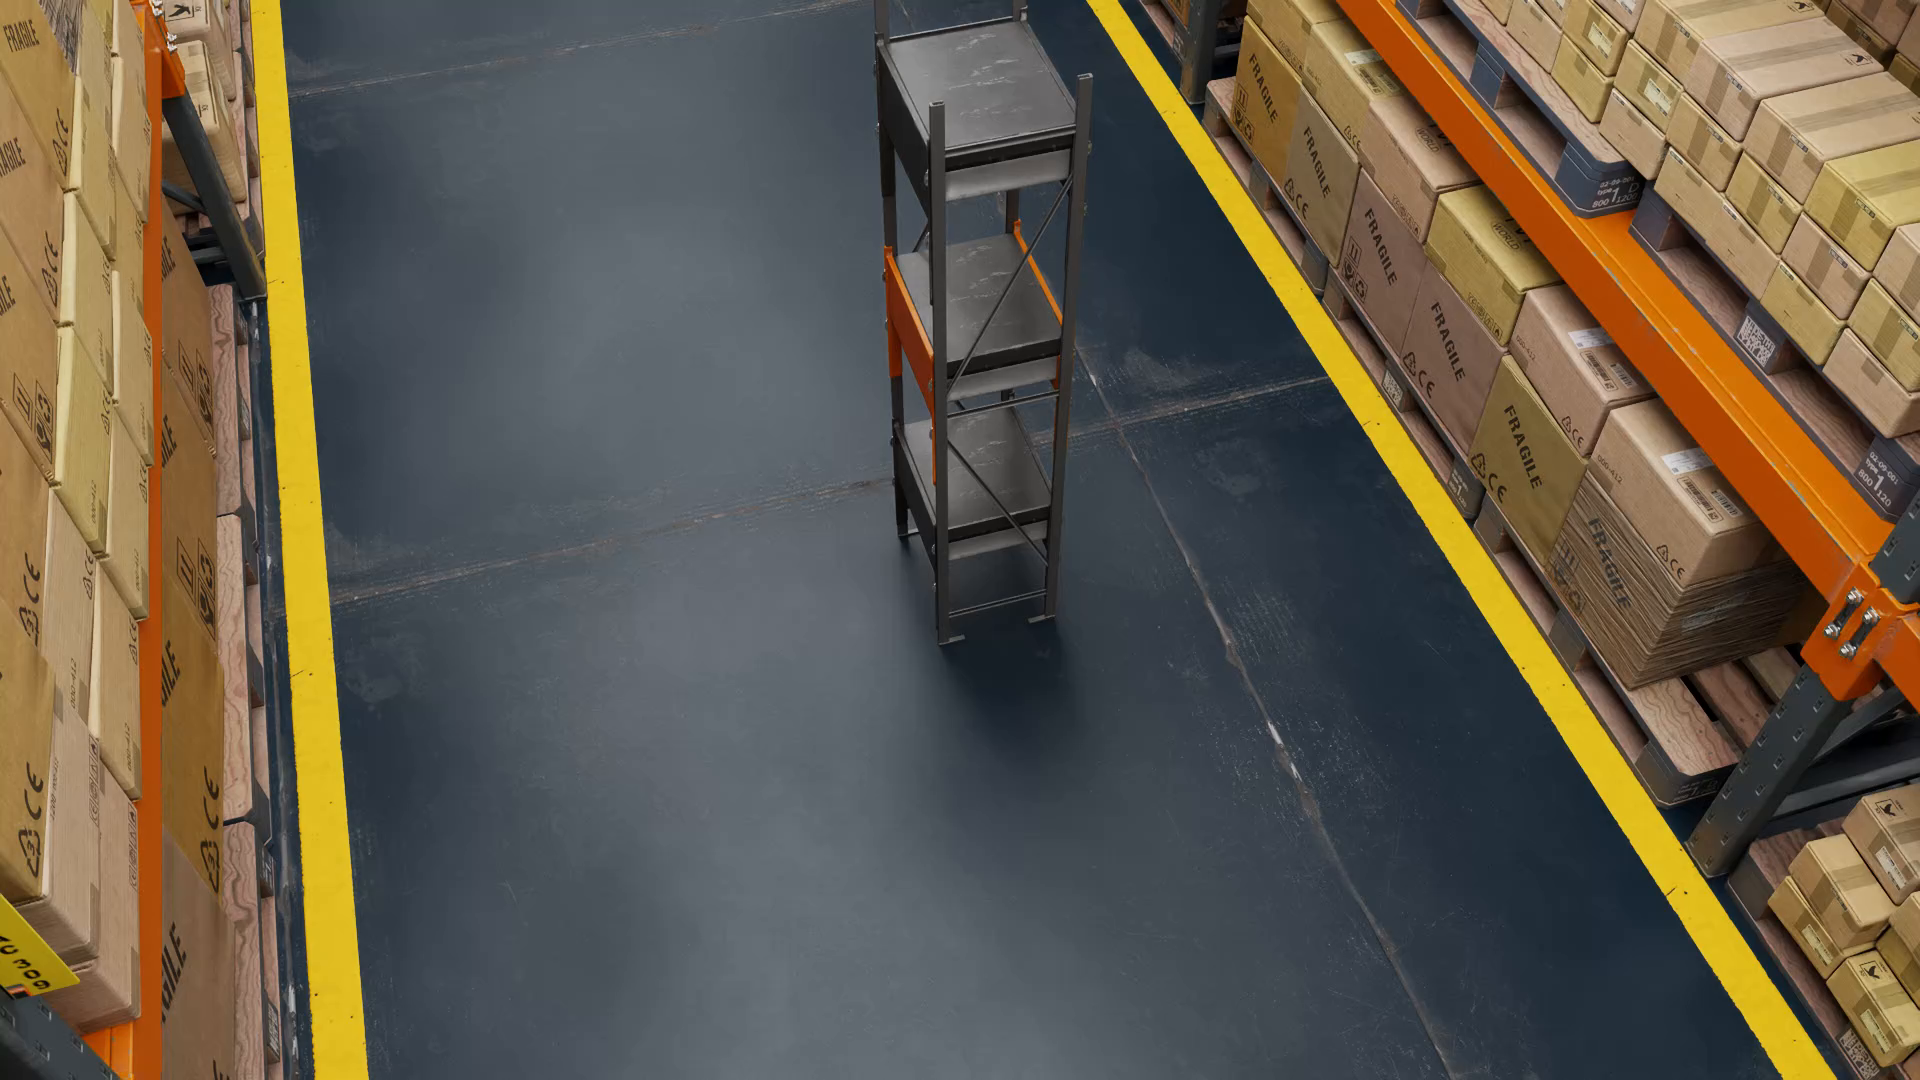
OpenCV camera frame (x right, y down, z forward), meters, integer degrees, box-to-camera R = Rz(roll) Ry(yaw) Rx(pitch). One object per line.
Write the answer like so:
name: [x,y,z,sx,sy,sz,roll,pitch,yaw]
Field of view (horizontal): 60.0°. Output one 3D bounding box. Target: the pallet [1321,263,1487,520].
pallet: [2.063,-0.683,6.188,1.003,0.211,1.213,-13,51,-11]

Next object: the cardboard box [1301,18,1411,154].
cardboard box: [1.599,-1.685,6.079,0.500,0.250,0.500,-14,51,-11]

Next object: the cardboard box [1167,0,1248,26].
cardboard box: [1.382,-2.918,7.445,1.050,0.750,0.750,-14,51,-11]

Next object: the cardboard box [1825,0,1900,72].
cardboard box: [2.668,-1.427,4.686,0.380,0.149,0.250,-11,51,-10]

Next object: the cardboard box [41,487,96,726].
cardboard box: [-2.081,0.200,3.391,0.500,0.250,0.500,-13,51,-10]

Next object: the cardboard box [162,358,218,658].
cardboard box: [-2.838,-0.124,5.008,0.875,0.875,0.875,-13,51,-11]

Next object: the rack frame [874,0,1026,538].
rack frame: [-0.023,-0.734,4.996,0.400,2.100,0.015,-13,51,-11]

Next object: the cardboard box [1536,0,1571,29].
cardboard box: [1.893,-1.658,4.881,0.380,0.149,0.250,-12,51,-10]

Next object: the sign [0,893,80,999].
sign: [-1.510,0.641,2.630,0.100,0.325,0.005,-13,51,-11]

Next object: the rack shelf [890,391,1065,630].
rack shelf: [0.049,-0.096,5.391,0.431,0.518,0.480,-13,51,-11]

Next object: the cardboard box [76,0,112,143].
cardboard box: [-2.681,-1.292,4.649,0.500,0.250,0.500,-14,51,-12]

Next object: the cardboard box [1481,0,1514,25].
cardboard box: [1.810,-1.757,5.159,0.380,0.149,0.250,-13,51,-10]

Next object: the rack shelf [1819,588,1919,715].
rack shelf: [3.251,1.572,2.934,1.077,0.370,4.000,-13,51,-11]

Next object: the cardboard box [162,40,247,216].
cardboard box: [-3.380,-1.553,6.541,0.950,0.372,0.625,-16,52,-13]

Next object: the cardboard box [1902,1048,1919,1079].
cardboard box: [2.662,1.365,4.227,0.380,0.149,0.250,-14,51,-11]

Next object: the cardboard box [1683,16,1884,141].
cardboard box: [2.122,-1.193,4.294,0.380,0.149,0.250,-13,51,-11]

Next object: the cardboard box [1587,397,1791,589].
cardboard box: [2.198,-0.179,4.809,0.500,0.250,0.500,-15,51,-12]

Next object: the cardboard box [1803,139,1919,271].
cardboard box: [2.274,-0.812,3.973,0.380,0.149,0.250,-15,51,-12]

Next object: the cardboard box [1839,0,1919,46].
cardboard box: [2.673,-1.519,4.569,0.380,0.149,0.250,-14,51,-11]

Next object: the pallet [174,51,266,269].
pallet: [-3.452,-1.522,6.895,1.003,0.211,1.213,-13,51,-11]

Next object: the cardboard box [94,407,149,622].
cardboard box: [-2.208,-0.016,3.900,0.500,0.250,0.500,-14,51,-11]

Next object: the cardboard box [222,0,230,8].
cardboard box: [-3.825,-2.645,7.462,0.950,0.372,0.625,-12,51,-10]

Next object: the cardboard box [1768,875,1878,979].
cardboard box: [2.460,1.001,4.534,0.380,0.149,0.250,-15,52,-13]

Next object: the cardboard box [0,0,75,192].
cardboard box: [-2.519,-1.148,4.037,0.500,0.500,0.500,-13,51,-11]

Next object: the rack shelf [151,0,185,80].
rack shelf: [-3.814,-3.078,6.854,1.077,0.370,4.000,-13,51,-11]

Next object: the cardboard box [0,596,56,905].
cardboard box: [-1.895,0.331,2.790,0.500,0.500,0.500,-13,51,-11]

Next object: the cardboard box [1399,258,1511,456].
cardboard box: [1.901,-0.685,5.726,0.500,0.500,0.500,-14,51,-12]

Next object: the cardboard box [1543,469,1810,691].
cardboard box: [2.200,0.066,5.093,0.500,0.500,0.500,-14,51,-12]

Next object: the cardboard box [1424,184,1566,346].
cardboard box: [1.888,-0.941,5.451,0.500,0.250,0.500,-15,52,-13]

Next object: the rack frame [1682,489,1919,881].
rack frame: [2.659,-0.121,3.890,1.000,3.000,0.127,-13,51,-11]

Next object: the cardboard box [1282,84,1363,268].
cardboard box: [1.594,-1.431,6.355,0.500,0.500,0.500,-13,51,-11]

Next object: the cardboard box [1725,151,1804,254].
cardboard box: [2.203,-0.891,4.235,0.380,0.149,0.250,-11,51,-9]

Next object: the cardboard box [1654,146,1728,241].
cardboard box: [2.130,-0.976,4.500,0.380,0.149,0.250,-16,52,-13]

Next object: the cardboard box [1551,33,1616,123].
cardboard box: [1.965,-1.371,4.834,0.380,0.149,0.250,-11,51,-9]

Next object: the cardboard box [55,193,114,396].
cardboard box: [-2.356,-0.544,4.018,0.500,0.250,0.500,-15,51,-12]

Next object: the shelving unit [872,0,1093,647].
shelving unit: [0.049,-0.556,4.845,0.431,2.100,0.503,-13,51,-11]

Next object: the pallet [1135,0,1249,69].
pallet: [1.315,-2.737,7.919,1.003,0.211,1.213,-13,51,-11]

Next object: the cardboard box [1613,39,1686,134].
cardboard box: [2.043,-1.280,4.563,0.380,0.149,0.250,-16,52,-13]

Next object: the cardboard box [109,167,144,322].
cardboard box: [-2.525,-0.750,4.518,0.500,0.250,0.500,-14,51,-11]

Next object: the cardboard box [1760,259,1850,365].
cardboard box: [2.275,-0.610,4.192,0.380,0.149,0.250,-13,51,-11]

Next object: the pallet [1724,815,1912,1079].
pallet: [2.892,1.260,4.549,1.003,0.211,1.213,-13,51,-11]

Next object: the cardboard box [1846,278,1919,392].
cardboard box: [2.353,-0.517,3.919,0.380,0.149,0.250,-12,51,-10]

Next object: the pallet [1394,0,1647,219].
pallet: [2.101,-1.544,5.215,1.003,0.211,1.213,-13,51,-11]

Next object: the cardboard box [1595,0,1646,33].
cardboard box: [1.970,-1.568,4.611,0.380,0.149,0.250,-15,52,-13]

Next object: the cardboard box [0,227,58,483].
cardboard box: [-2.218,-0.401,3.407,0.500,0.500,0.500,-14,51,-12]

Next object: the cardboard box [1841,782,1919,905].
cardboard box: [2.563,0.769,4.340,0.380,0.149,0.250,-11,51,-9]

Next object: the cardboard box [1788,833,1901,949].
cardboard box: [2.461,0.904,4.422,0.380,0.149,0.250,-11,51,-9]

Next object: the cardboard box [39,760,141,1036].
cardboard box: [-1.917,0.739,3.263,0.500,0.250,0.500,-14,51,-12]

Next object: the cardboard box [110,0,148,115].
cardboard box: [-2.825,-1.490,5.143,0.500,0.250,0.500,-15,51,-12]

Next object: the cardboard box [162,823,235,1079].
cardboard box: [-2.299,1.187,3.903,0.875,0.875,0.875,-12,51,-10]

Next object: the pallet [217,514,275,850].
pallet: [-2.704,0.532,5.164,1.003,0.211,1.213,-13,51,-11]
